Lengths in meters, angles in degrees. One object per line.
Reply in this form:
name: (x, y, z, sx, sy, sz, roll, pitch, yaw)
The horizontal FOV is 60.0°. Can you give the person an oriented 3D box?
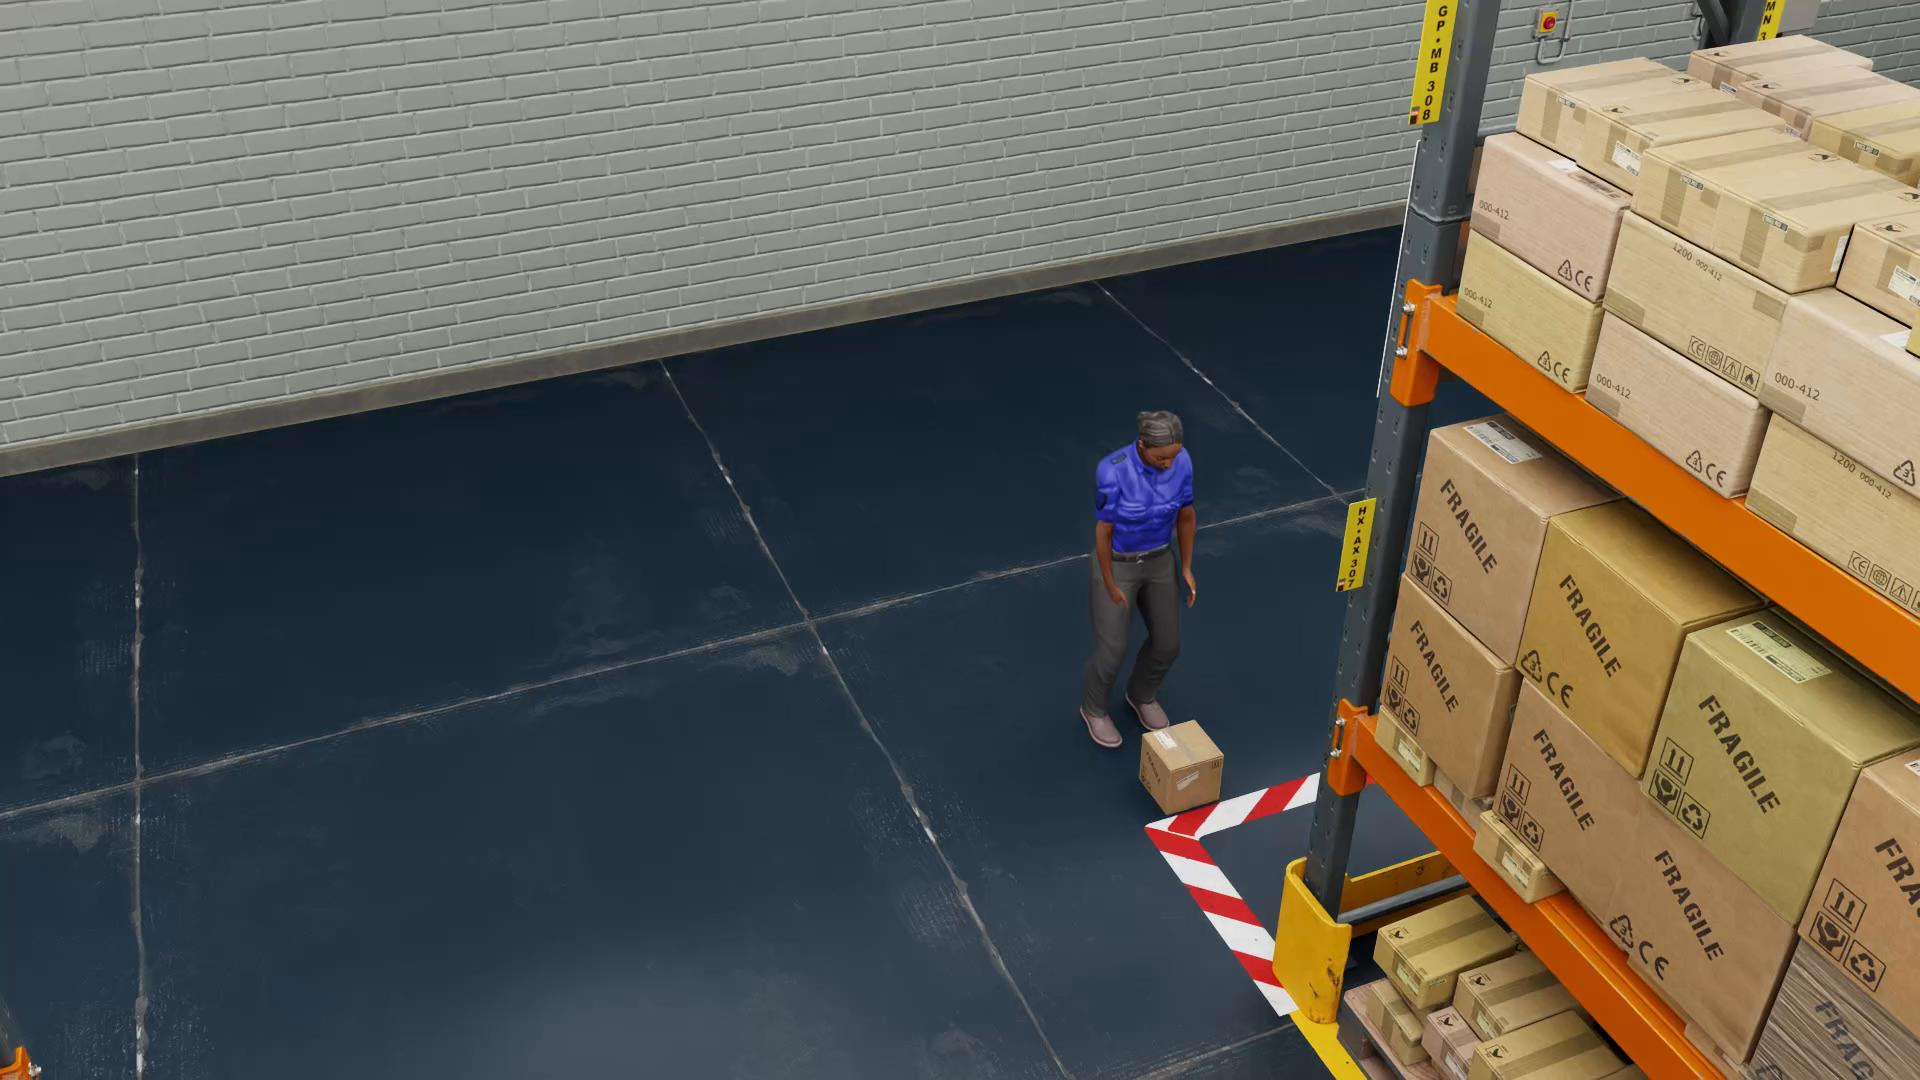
person: (0.763, 0.137, 6.988, 0.453, 1.617, 0.361, -12, 36, -18)
